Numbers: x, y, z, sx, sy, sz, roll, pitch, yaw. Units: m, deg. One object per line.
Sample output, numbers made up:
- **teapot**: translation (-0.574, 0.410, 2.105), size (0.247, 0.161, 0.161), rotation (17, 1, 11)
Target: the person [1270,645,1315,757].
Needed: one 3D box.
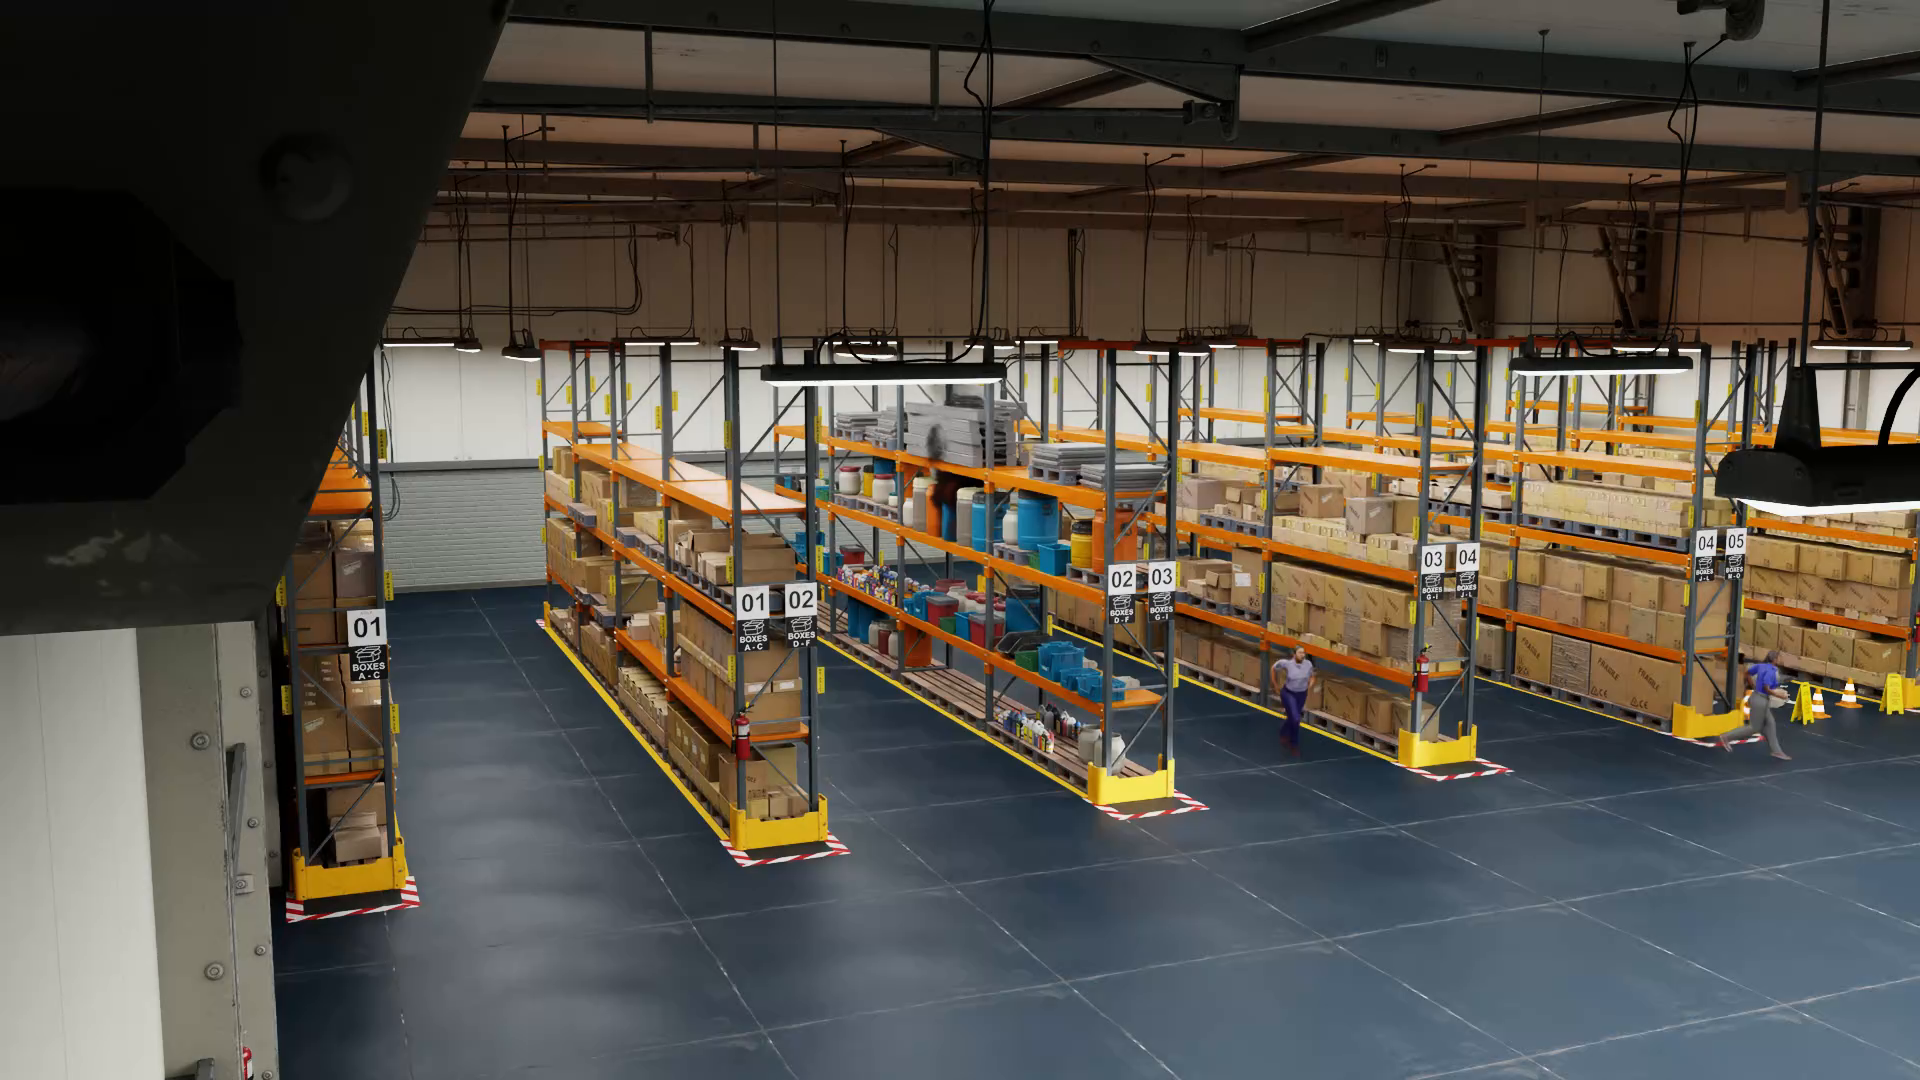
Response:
- **person**: translation (4.917, 2.367, 24.613), size (0.603, 1.717, 0.848), rotation (-3, 8, -19)

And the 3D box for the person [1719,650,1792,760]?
- **person**: translation (11.601, 2.398, 24.219), size (1.013, 1.609, 0.612), rotation (1, 7, 7)
